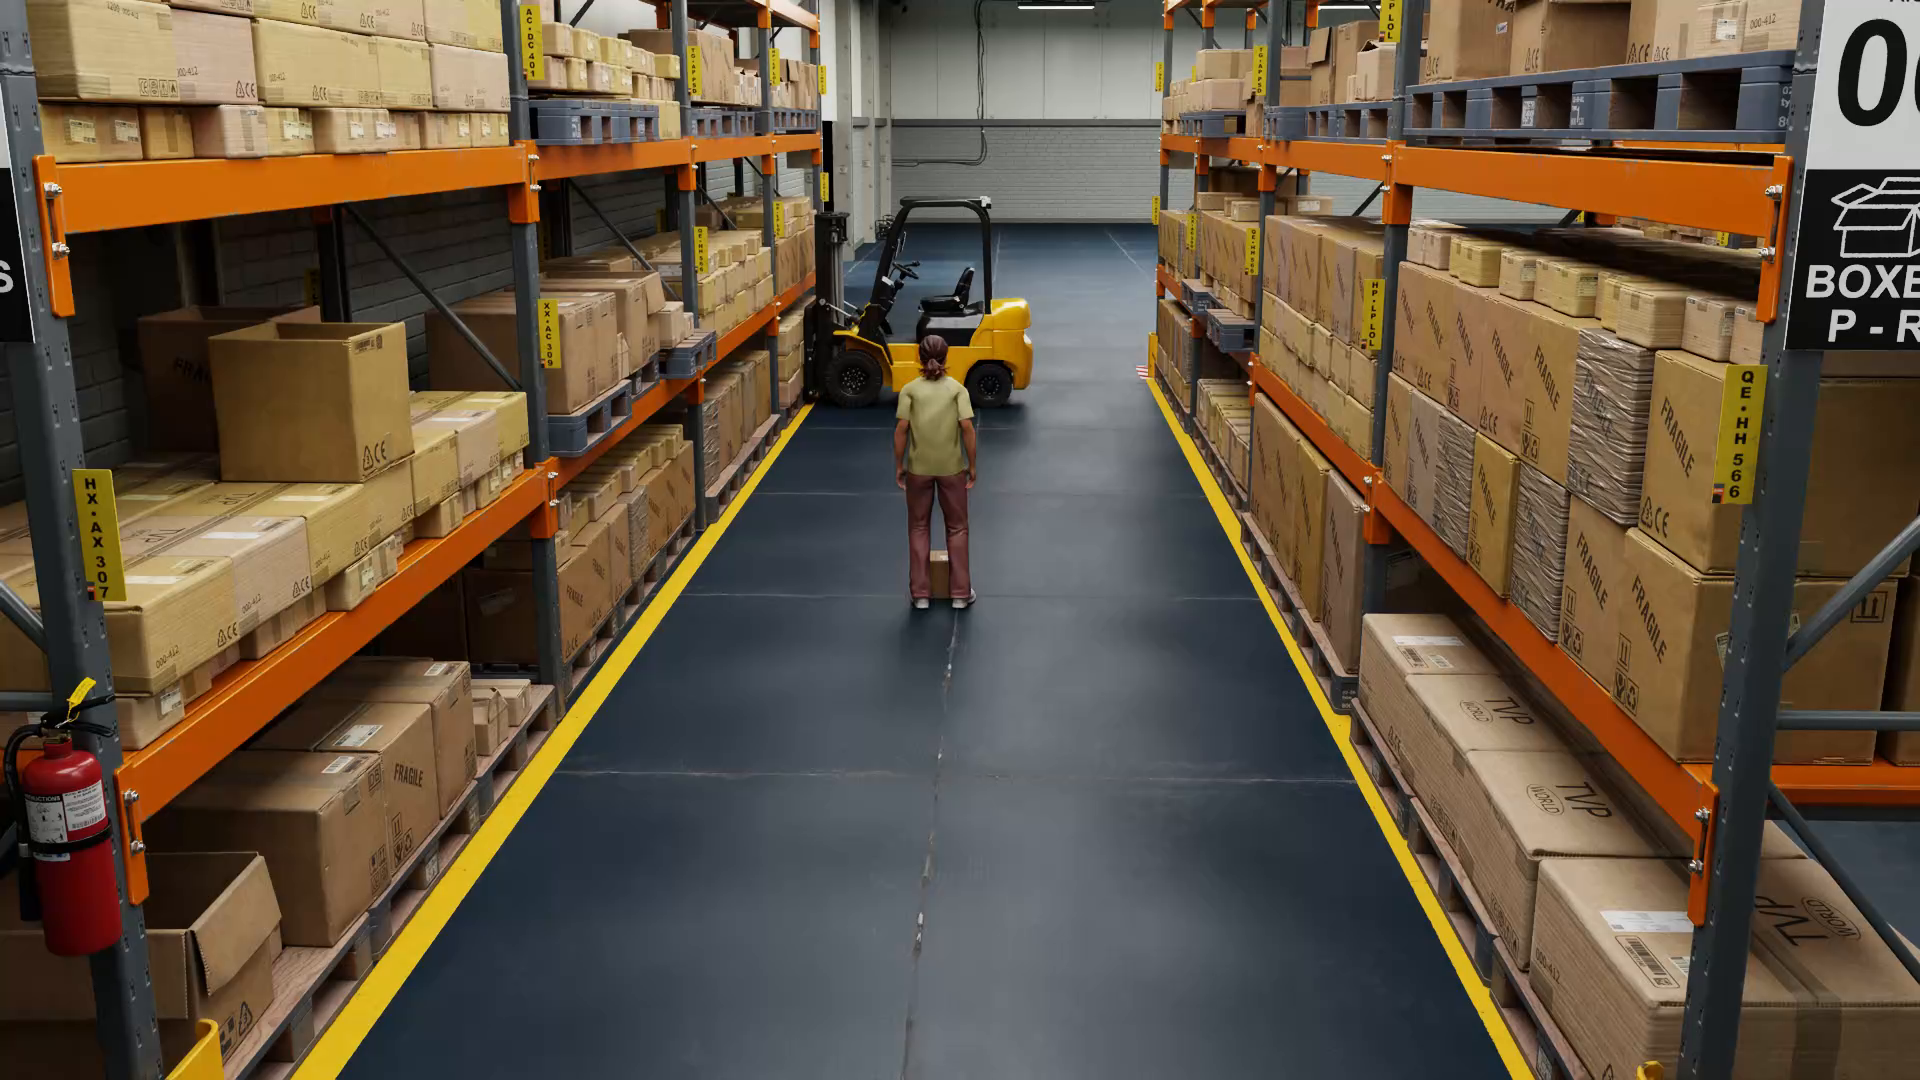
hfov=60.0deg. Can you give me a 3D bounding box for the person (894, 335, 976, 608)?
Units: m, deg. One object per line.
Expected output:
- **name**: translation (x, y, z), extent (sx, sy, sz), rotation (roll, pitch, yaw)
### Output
- **person**: translation (-0.149, -0.411, 10.153), extent (0.499, 1.673, 0.355), rotation (0, 14, 2)
